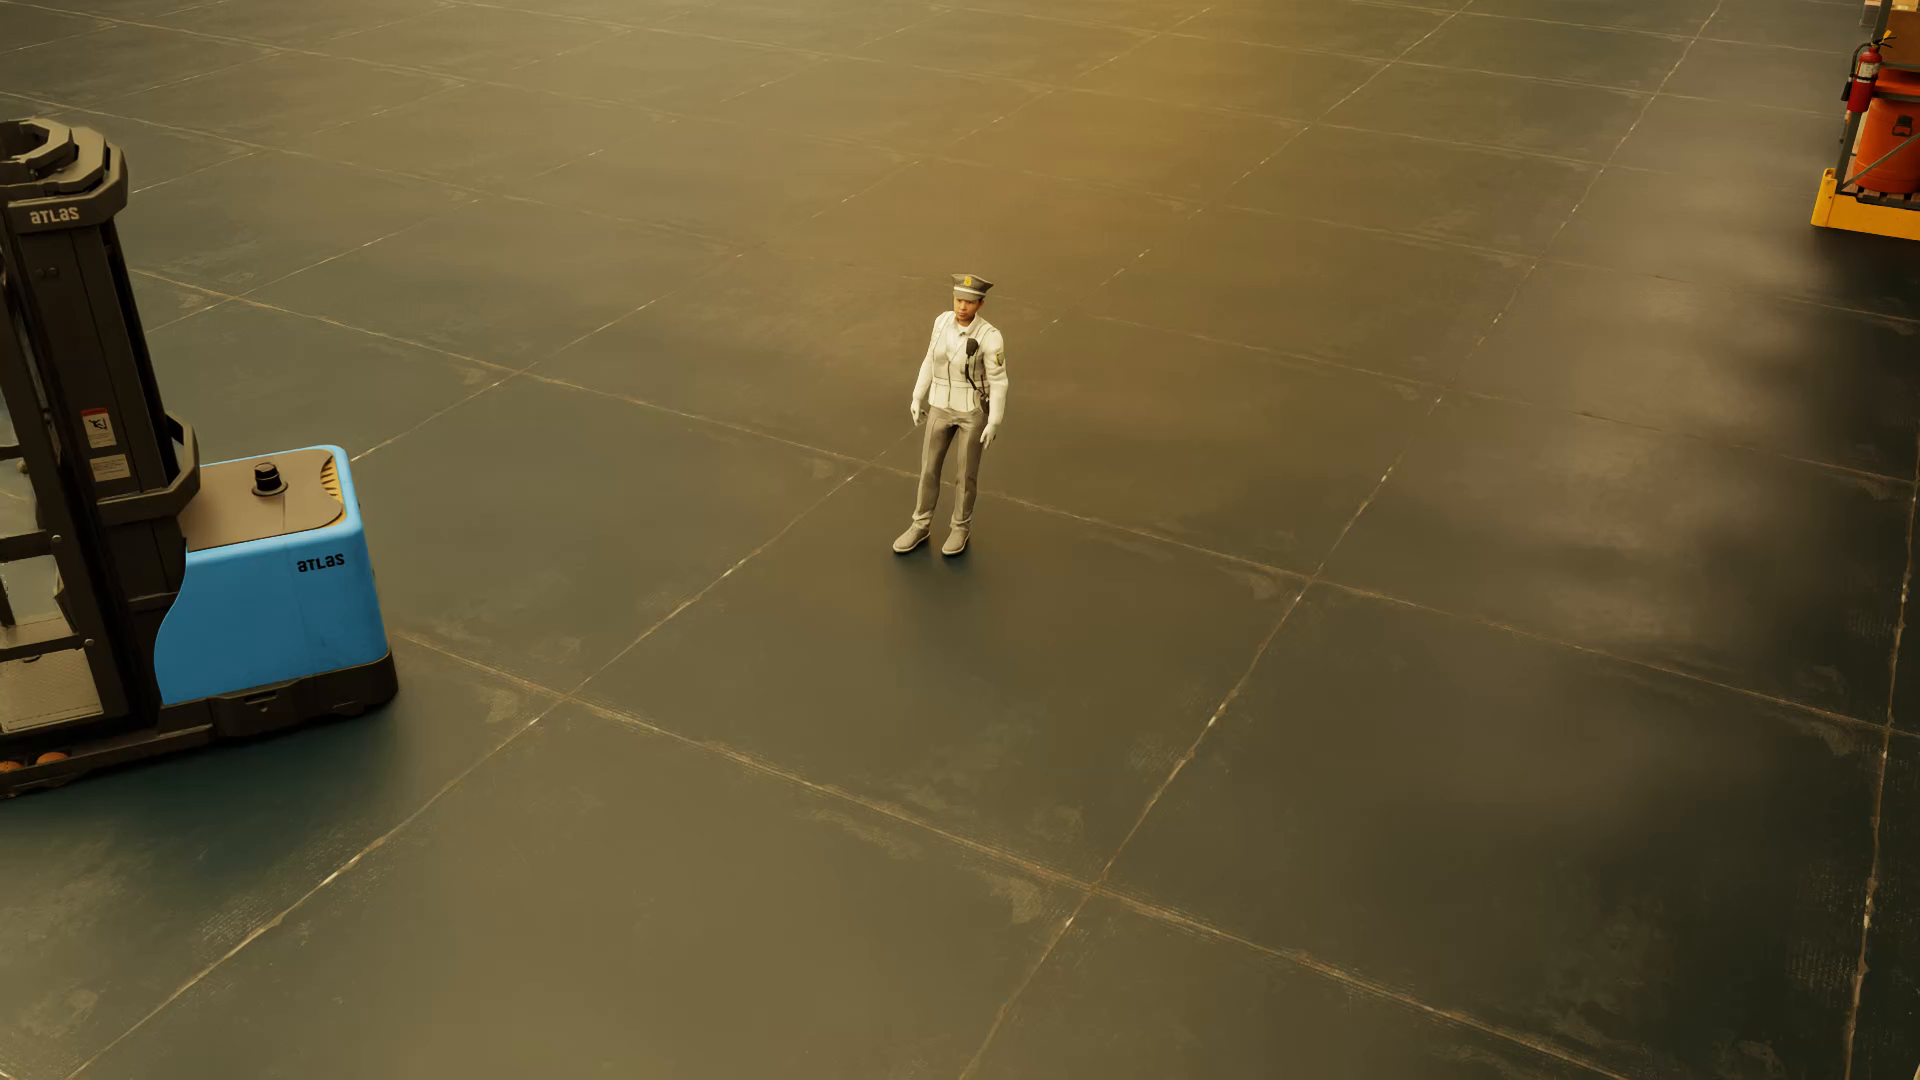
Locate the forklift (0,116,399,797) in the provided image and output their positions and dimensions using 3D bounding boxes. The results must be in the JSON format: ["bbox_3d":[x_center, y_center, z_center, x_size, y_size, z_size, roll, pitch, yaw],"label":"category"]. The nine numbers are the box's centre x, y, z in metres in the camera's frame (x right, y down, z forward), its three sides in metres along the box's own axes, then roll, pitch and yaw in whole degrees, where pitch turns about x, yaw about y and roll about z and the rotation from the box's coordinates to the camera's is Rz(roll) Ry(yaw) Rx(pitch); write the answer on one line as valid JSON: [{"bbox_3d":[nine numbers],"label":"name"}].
[{"bbox_3d":[-4.445,-0.350,7.677,3.031,2.935,1.130,-12,32,-20],"label":"forklift"}]

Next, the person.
[{"bbox_3d":[-0.040,-0.712,9.527,0.586,1.694,0.530,15,33,25],"label":"person"}]
